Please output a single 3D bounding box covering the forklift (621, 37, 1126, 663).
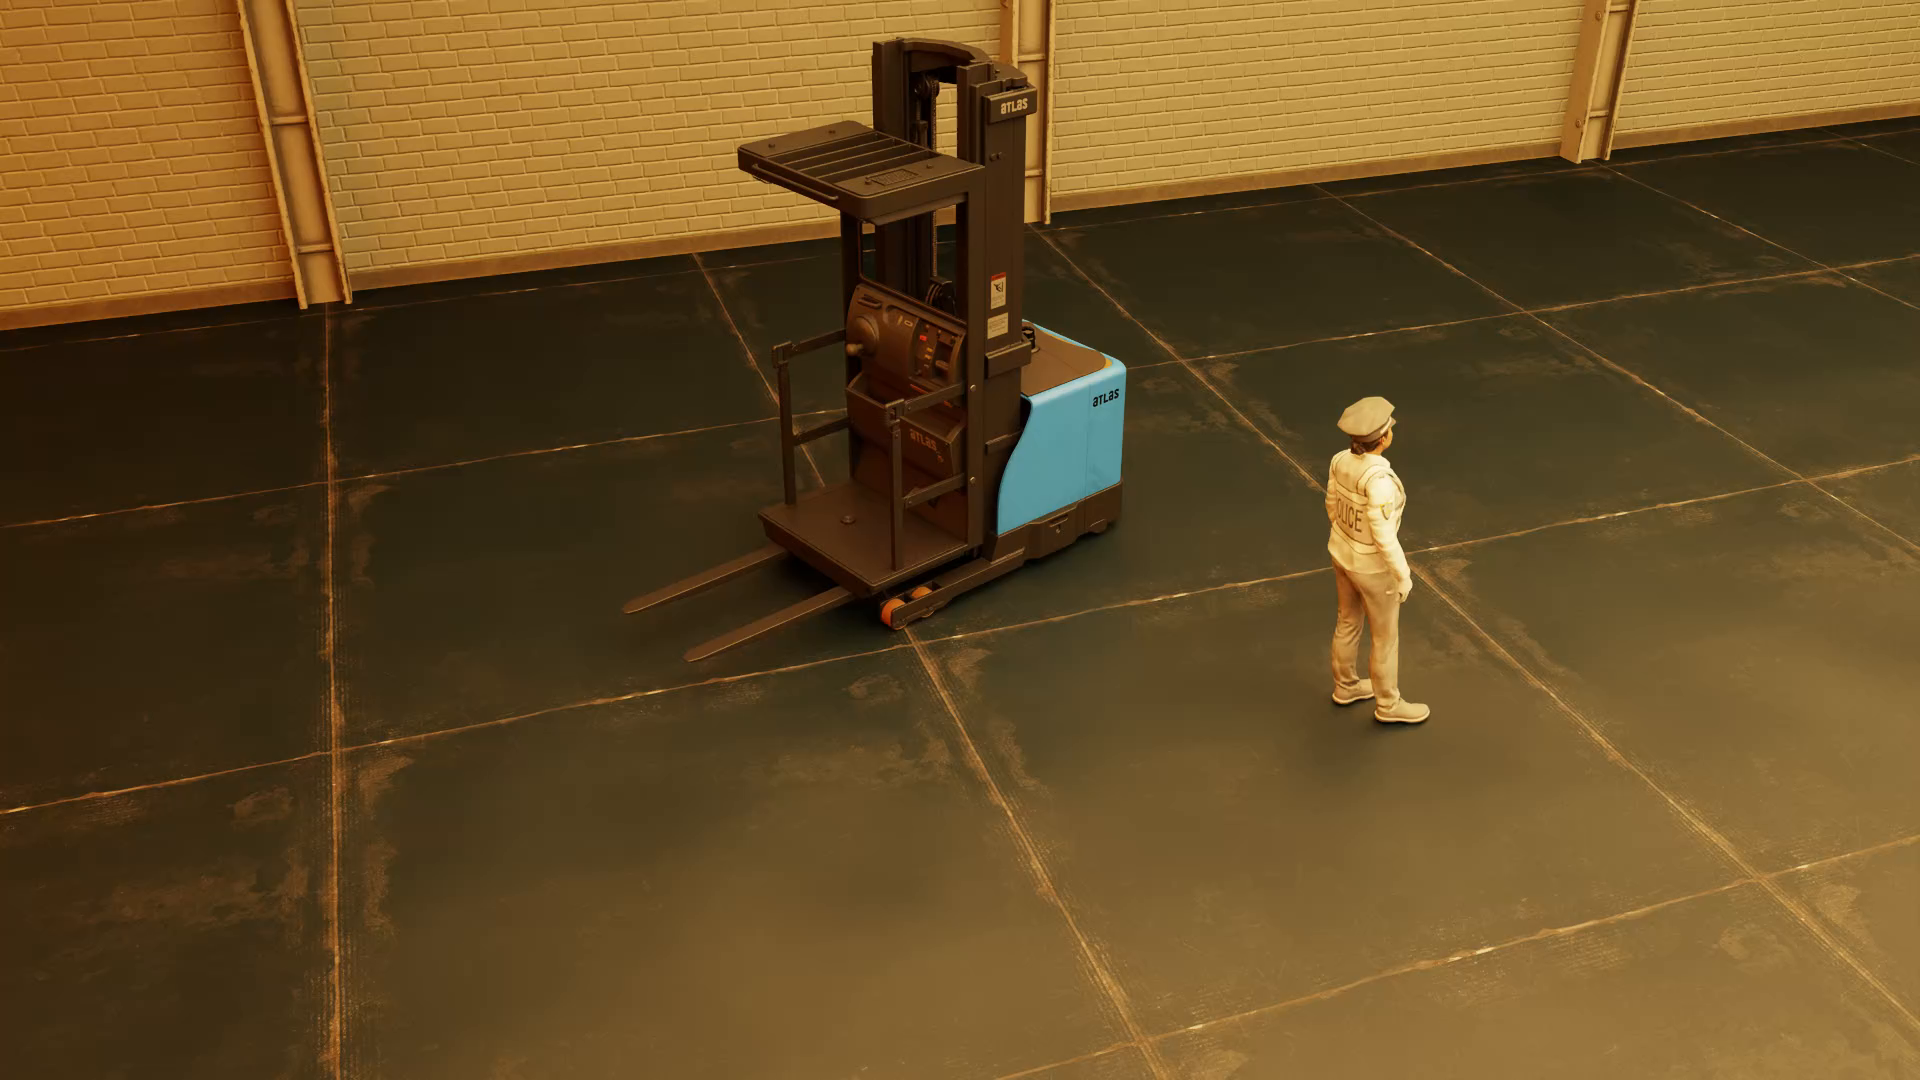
[{"bbox_3d":[-0.461,-1.072,8.951,3.031,2.935,1.130,-23,37,-34],"label":"forklift"}]

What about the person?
[{"bbox_3d":[2.049,0.087,8.162,0.529,1.694,0.588,-11,32,-18],"label":"person"}]
